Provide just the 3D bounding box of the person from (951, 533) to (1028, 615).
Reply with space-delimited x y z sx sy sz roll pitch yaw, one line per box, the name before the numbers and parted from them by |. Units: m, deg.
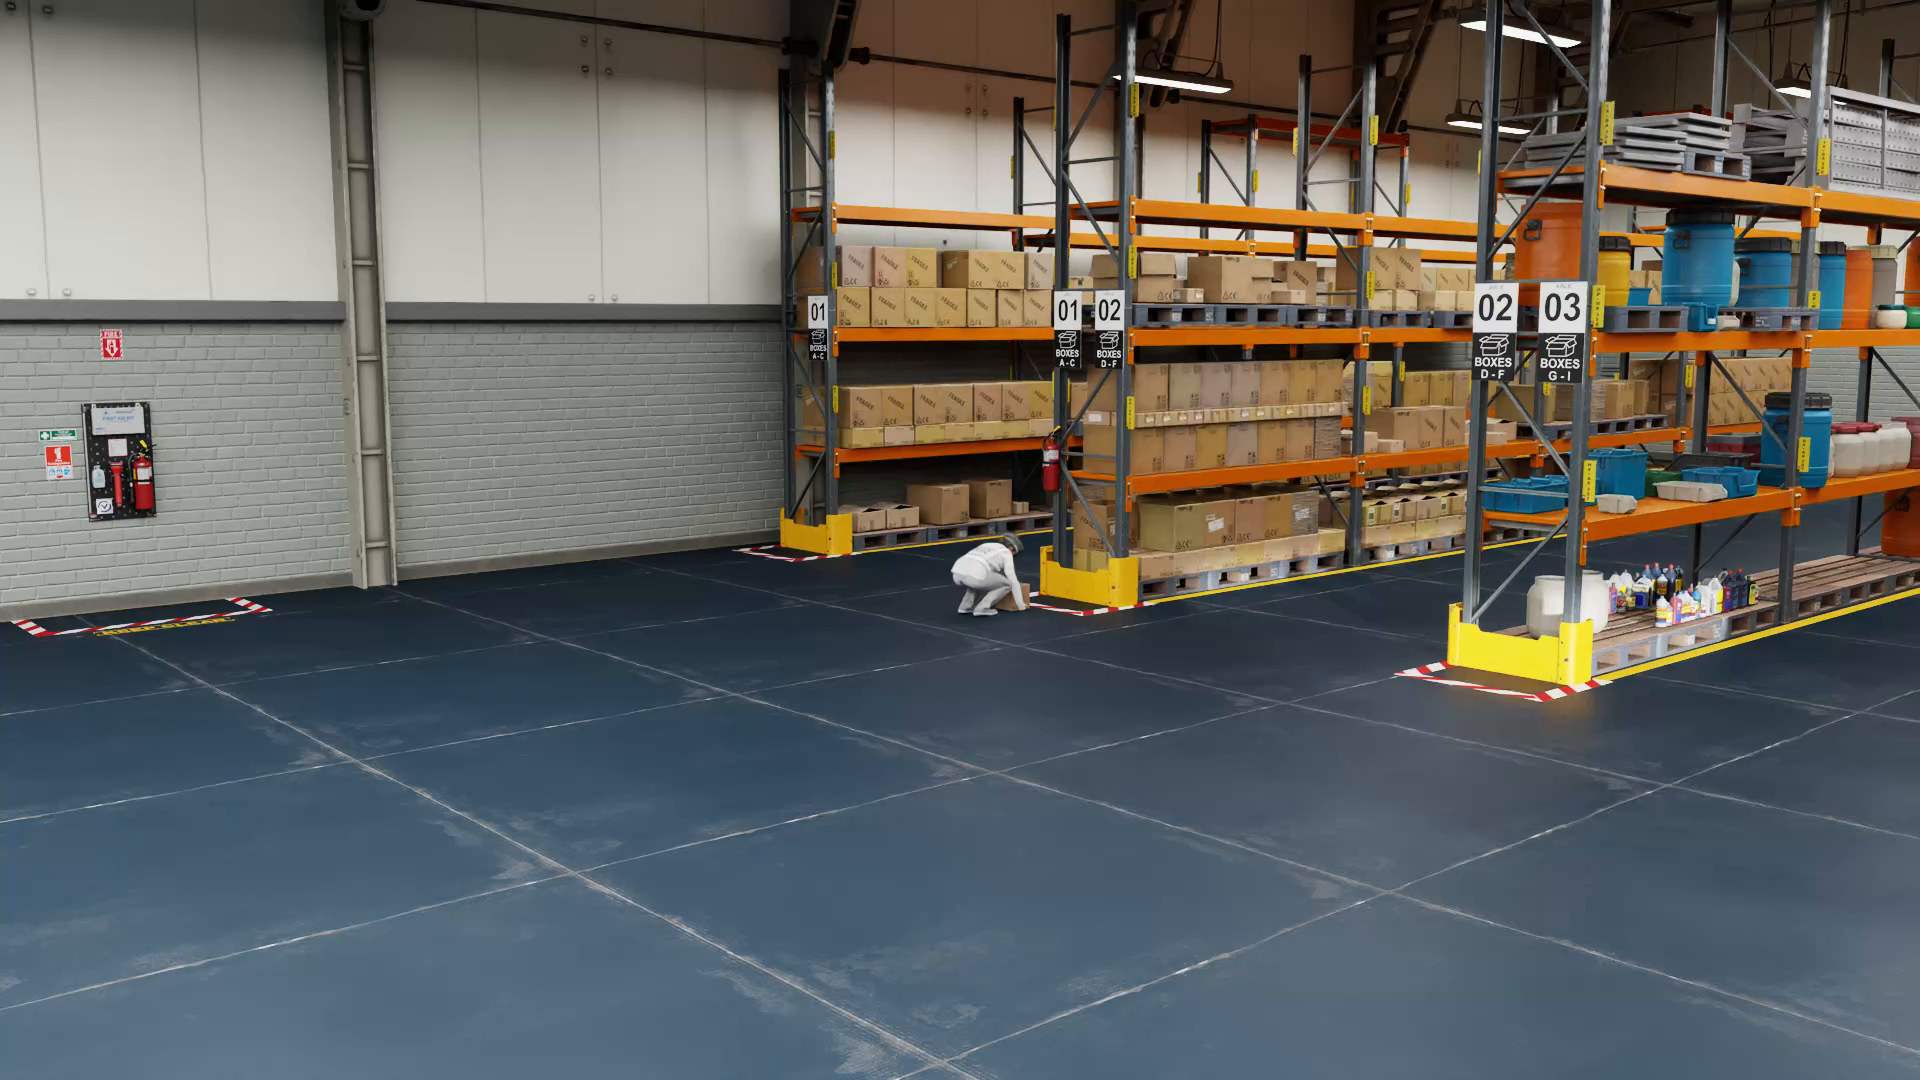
person | 0.303 0.372 16.632 0.892 0.840 0.470 -7 10 -42
